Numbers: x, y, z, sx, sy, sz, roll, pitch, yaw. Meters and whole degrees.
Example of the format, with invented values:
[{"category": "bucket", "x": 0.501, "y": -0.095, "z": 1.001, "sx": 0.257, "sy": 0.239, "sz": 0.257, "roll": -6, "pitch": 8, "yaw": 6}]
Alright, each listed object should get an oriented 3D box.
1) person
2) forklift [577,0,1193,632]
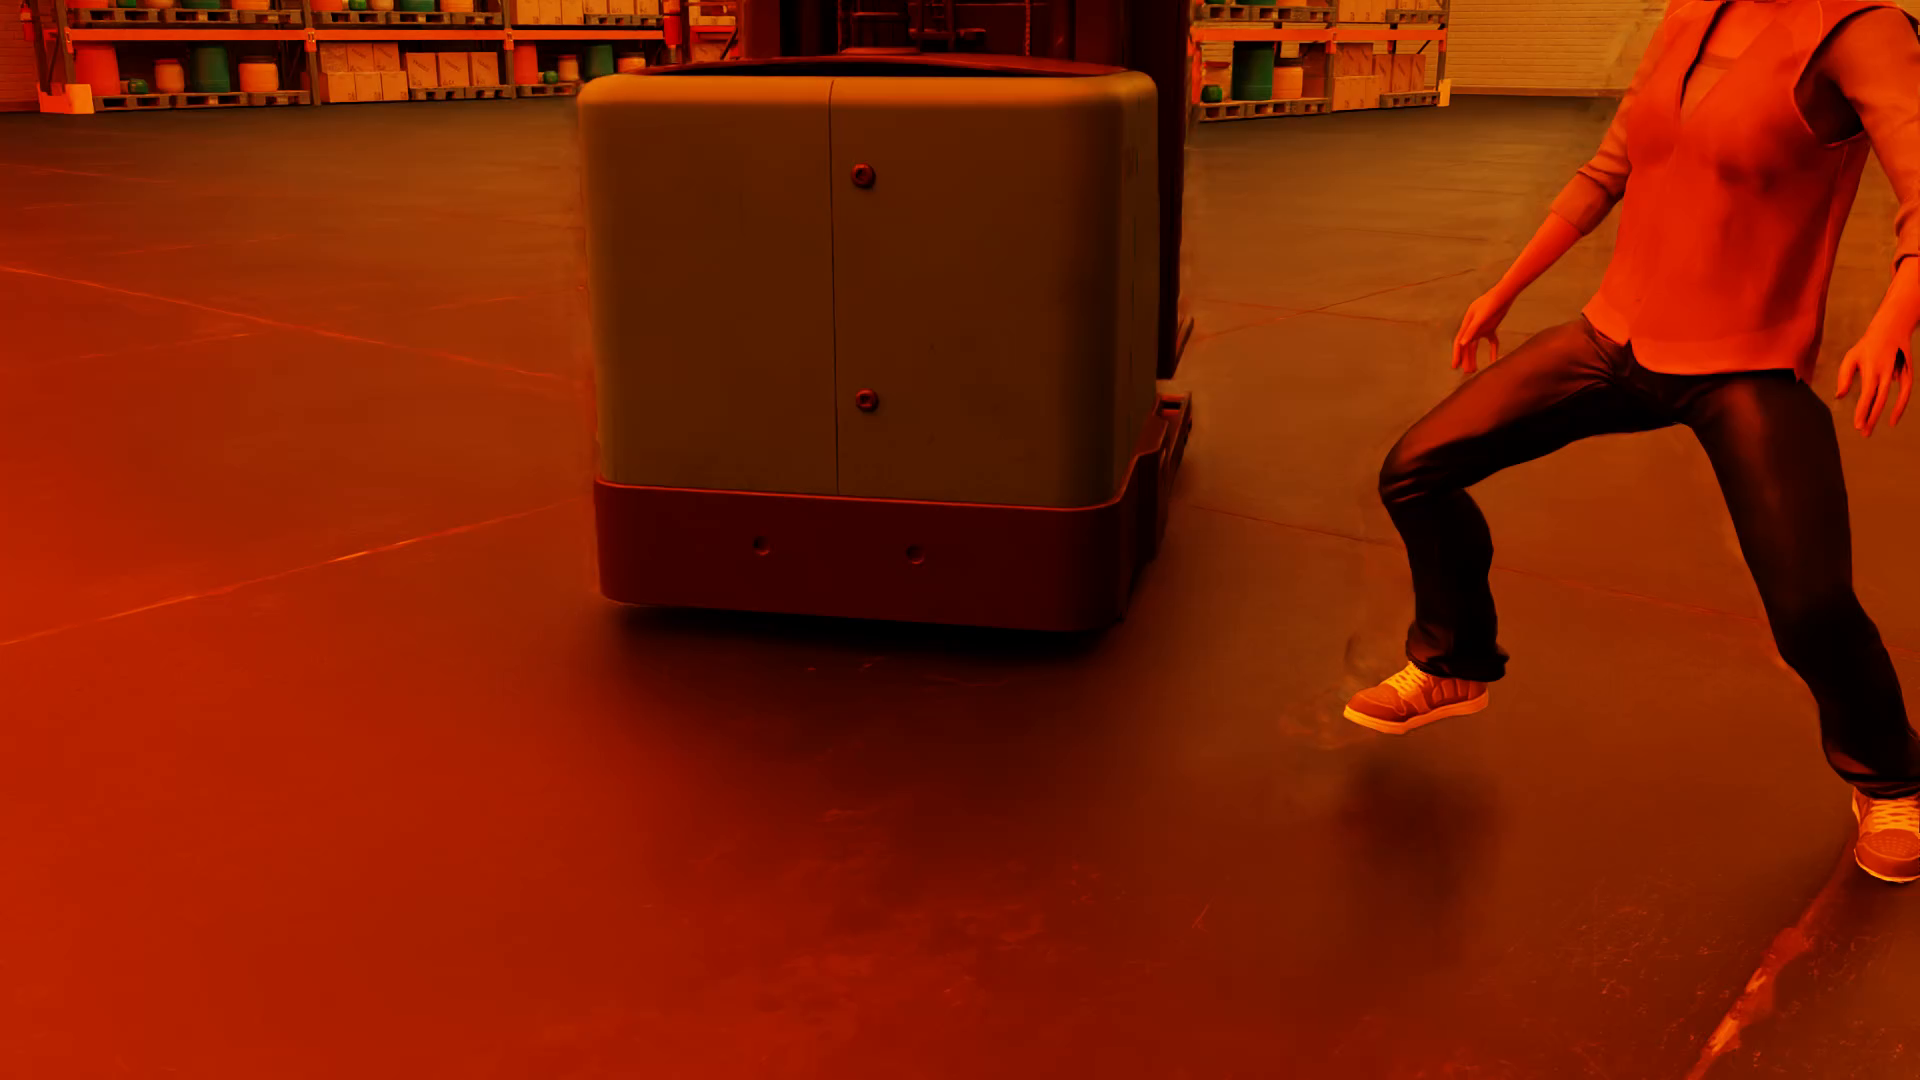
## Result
[{"category": "person", "x": 1.080, "y": -0.263, "z": 2.362, "sx": 0.648, "sy": 1.466, "sz": 0.820, "roll": -8, "pitch": 19, "yaw": -26}, {"category": "forklift", "x": 0.060, "y": -1.615, "z": 4.217, "sx": 1.130, "sy": 2.935, "sz": 3.031, "roll": 3, "pitch": 17, "yaw": 11}]
